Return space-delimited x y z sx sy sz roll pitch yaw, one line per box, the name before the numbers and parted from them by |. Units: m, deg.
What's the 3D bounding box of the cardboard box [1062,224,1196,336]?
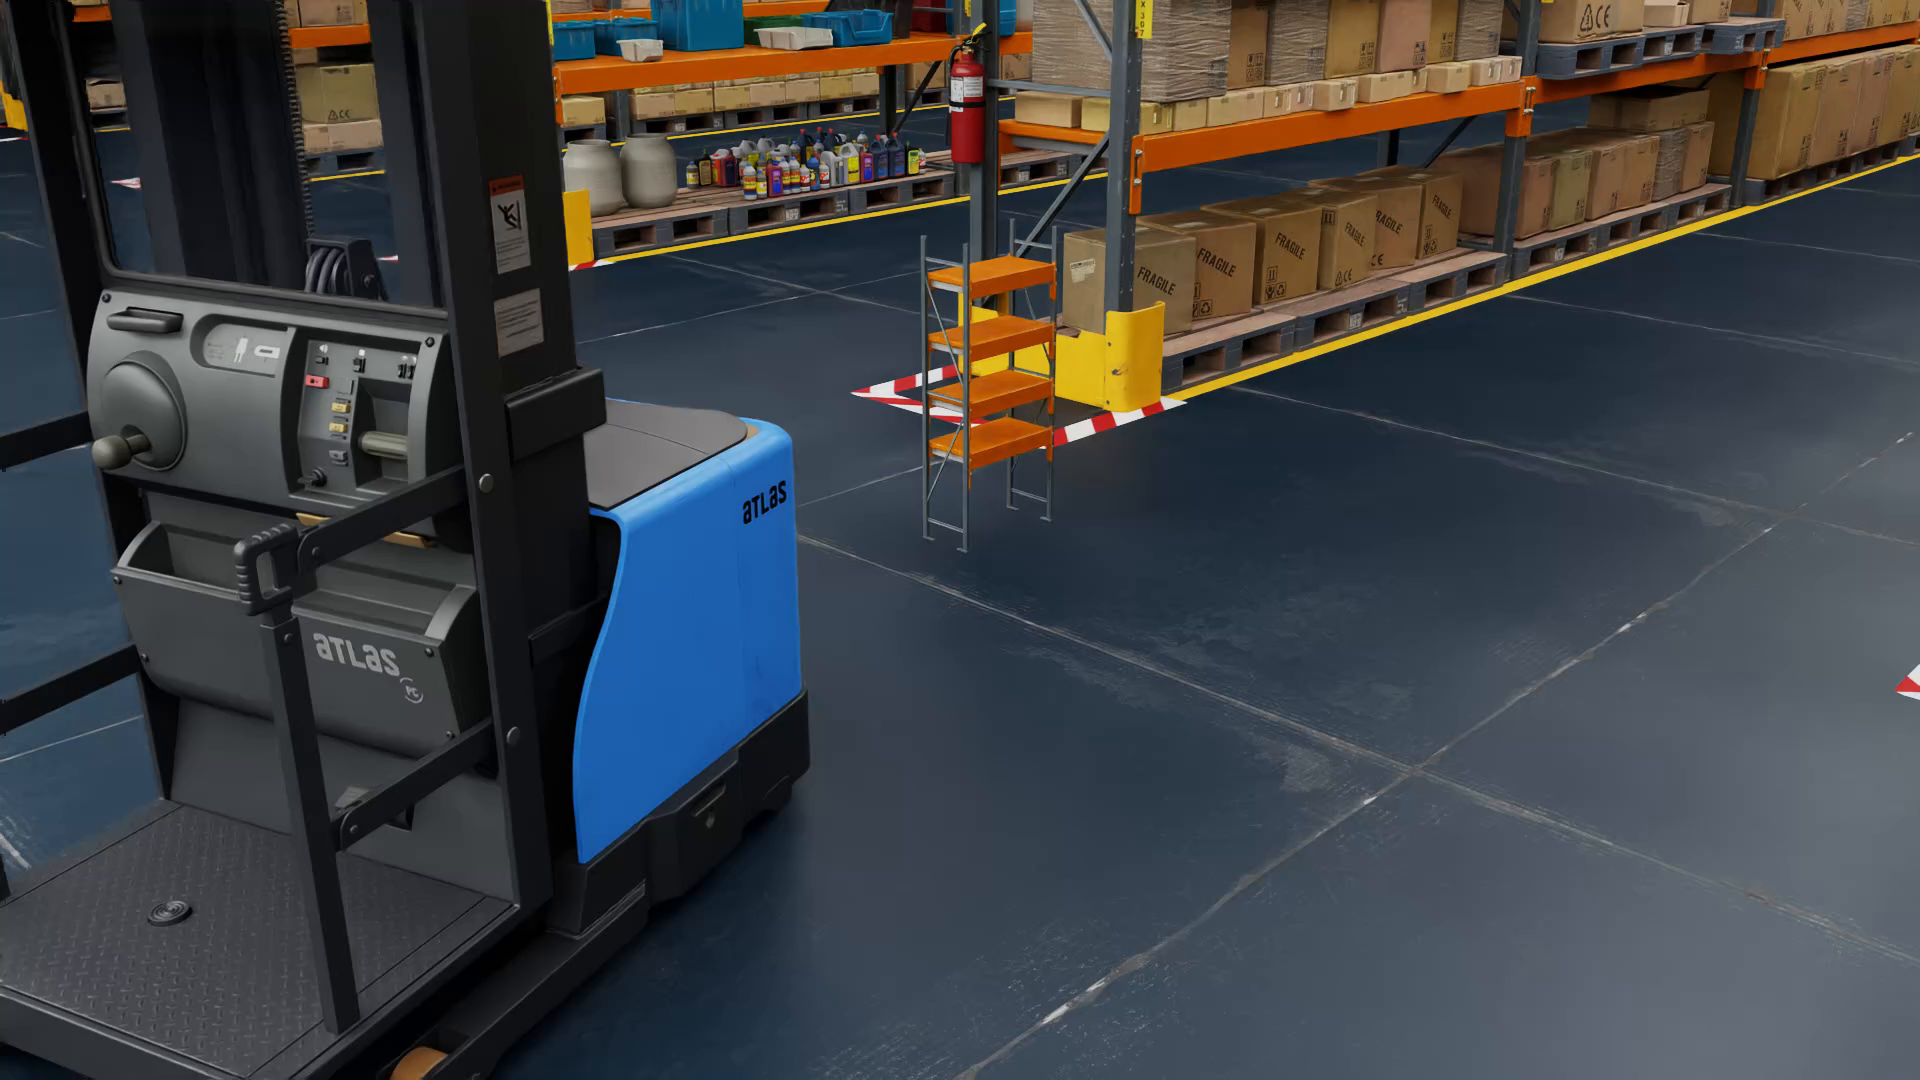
cardboard box | 0.898 -1.376 8.871 0.500 0.500 0.500 -14 25 -32

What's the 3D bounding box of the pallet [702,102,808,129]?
pallet | -2.518 -4.911 19.058 1.003 0.211 1.213 19 28 41

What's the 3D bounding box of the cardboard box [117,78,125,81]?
cardboard box | -9.252 -5.161 18.957 0.500 0.311 0.500 -17 27 -38

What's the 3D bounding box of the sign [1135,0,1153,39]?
sign | 0.839 -2.458 7.583 0.100 0.325 0.005 19 28 41

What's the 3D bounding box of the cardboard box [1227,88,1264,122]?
cardboard box | 1.352 -2.276 8.665 0.380 0.149 0.250 19 28 41

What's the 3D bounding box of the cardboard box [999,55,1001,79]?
cardboard box | 0.173 -6.075 21.069 0.500 0.500 0.500 19 28 40

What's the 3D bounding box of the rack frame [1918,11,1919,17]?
rack frame | 8.821 -5.275 16.117 1.000 3.000 0.127 19 28 41

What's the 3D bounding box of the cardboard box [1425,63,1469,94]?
cardboard box | 2.808 -2.769 9.948 0.380 0.149 0.250 19 28 41

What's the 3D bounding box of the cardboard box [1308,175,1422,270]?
cardboard box | 2.539 -2.006 10.510 0.500 0.500 0.500 -11 23 -25

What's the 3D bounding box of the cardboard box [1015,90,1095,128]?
cardboard box | 0.501 -2.198 8.462 0.380 0.149 0.250 19 28 41

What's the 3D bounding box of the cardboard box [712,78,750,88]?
cardboard box | -2.675 -5.178 18.330 0.500 0.311 0.500 18 27 39

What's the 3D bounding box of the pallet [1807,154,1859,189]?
pallet | 7.486 -3.441 15.232 1.003 0.211 1.213 19 28 41

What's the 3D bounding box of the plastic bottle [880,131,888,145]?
plastic bottle | -0.654 -3.225 13.864 0.144 0.351 0.185 19 28 41

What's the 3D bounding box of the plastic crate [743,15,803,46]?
plastic crate | -1.458 -4.081 13.306 0.450 0.188 0.662 19 28 41

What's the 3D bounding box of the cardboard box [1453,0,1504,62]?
cardboard box | 2.882 -3.304 10.435 0.875 0.500 0.500 19 28 41

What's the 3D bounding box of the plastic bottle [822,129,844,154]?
plastic bottle | -1.065 -3.287 14.025 0.144 0.351 0.185 19 28 41

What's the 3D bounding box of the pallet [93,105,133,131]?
pallet | -9.552 -4.827 18.839 1.003 0.211 1.213 19 28 41

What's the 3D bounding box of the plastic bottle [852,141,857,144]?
plastic bottle | -0.916 -3.359 14.419 0.097 0.201 0.097 0 21 0

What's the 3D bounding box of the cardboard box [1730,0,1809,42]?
cardboard box | 6.565 -4.350 13.572 0.500 0.500 0.500 -19 28 -40

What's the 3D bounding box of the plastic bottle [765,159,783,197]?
plastic bottle | -1.440 -2.809 12.874 0.133 0.283 0.061 -20 28 -41

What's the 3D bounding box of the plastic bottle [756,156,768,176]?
plastic bottle | -1.610 -3.029 13.561 0.097 0.201 0.097 0 21 0

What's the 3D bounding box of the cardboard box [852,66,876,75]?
cardboard box | -1.253 -5.705 19.702 0.500 0.311 0.500 -19 28 -41

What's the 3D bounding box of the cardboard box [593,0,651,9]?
cardboard box | -3.543 -5.766 17.605 0.500 0.250 0.500 -18 27 -39

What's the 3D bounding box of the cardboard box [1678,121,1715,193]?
cardboard box | 5.578 -3.108 13.350 0.700 0.500 0.500 17 27 38

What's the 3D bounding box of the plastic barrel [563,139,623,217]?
plastic barrel | -2.694 -2.653 12.178 0.421 0.512 0.421 0 21 0

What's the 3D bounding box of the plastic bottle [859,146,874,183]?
plastic bottle | -0.769 -3.056 13.518 0.133 0.283 0.061 -18 27 -39

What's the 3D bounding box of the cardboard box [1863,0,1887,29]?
cardboard box | 7.981 -4.871 14.928 0.500 0.500 0.500 19 28 40

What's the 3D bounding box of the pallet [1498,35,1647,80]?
pallet | 3.878 -3.289 11.218 1.003 0.211 1.213 19 28 41

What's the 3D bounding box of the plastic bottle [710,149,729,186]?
plastic bottle | -1.936 -3.003 13.391 0.152 0.276 0.135 20 28 41

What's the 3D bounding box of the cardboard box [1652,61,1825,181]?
cardboard box | 6.527 -3.623 14.196 1.225 0.875 0.875 18 27 38

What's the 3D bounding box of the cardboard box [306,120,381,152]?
cardboard box | -5.765 -3.795 15.513 0.500 0.250 0.500 19 28 41

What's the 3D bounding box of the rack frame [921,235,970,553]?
rack frame | -0.055 -0.540 6.307 0.240 1.200 0.015 19 28 41

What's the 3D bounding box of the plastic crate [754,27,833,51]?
plastic crate | -1.260 -3.854 12.788 0.530 0.136 0.437 19 28 41

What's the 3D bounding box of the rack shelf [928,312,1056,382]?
rack shelf | 0.115 -0.749 6.414 0.258 0.148 0.480 19 28 41

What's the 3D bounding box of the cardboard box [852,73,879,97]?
cardboard box | -1.257 -5.443 19.802 0.500 0.250 0.500 -19 28 -41

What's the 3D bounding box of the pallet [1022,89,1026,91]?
pallet | 1.186 -6.235 22.502 1.003 0.211 1.213 19 28 41

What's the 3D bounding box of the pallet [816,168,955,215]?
pallet | -0.807 -2.994 14.070 1.003 0.211 1.213 19 28 41

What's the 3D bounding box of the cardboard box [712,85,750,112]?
cardboard box | -2.679 -4.918 18.436 0.500 0.250 0.500 18 28 39

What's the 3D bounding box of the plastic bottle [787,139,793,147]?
plastic bottle | -1.445 -3.211 13.921 0.133 0.283 0.061 -19 28 -40

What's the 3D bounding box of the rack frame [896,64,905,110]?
rack frame | -1.064 -6.727 19.895 1.000 3.000 0.127 19 28 41

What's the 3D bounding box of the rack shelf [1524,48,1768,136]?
rack shelf | 4.636 -3.397 12.233 1.077 0.370 4.000 19 28 41

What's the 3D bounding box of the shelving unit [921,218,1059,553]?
shelving unit | 0.115 -0.603 6.470 0.258 1.200 0.503 19 28 41

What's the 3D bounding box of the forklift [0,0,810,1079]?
forklift | -1.510 -0.270 3.191 1.130 2.935 3.031 10 23 23

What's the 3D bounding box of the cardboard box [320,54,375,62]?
cardboard box | -5.797 -4.406 16.059 0.500 0.500 0.500 19 28 41

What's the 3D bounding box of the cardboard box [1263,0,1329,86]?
cardboard box | 1.496 -2.786 9.089 0.875 0.500 0.500 19 28 41

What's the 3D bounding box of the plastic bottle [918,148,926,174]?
plastic bottle | -0.338 -3.186 13.970 0.097 0.201 0.097 0 21 0

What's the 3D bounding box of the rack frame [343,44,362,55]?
rack frame | -7.407 -6.937 20.443 1.000 3.000 0.127 19 28 41

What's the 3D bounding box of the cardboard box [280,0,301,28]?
cardboard box | -6.310 -4.834 14.831 0.700 0.500 0.500 19 28 41

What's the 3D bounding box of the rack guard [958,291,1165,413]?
rack guard | 0.503 -1.043 8.591 1.175 0.500 0.348 19 28 41

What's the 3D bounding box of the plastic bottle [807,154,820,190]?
plastic bottle | -1.160 -2.916 13.169 0.097 0.271 0.097 0 21 0

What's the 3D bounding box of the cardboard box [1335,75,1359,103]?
cardboard box | 2.015 -2.545 9.366 0.380 0.149 0.250 19 28 41

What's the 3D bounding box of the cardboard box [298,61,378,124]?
cardboard box | -5.764 -4.144 15.378 0.500 0.500 0.500 19 28 41

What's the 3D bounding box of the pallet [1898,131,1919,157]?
pallet | 9.408 -4.149 17.075 1.003 0.211 1.213 19 28 41

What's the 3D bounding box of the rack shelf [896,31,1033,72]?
rack shelf | 1.087 -4.636 15.459 1.077 0.370 4.000 19 28 41

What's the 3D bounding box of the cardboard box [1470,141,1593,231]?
cardboard box | 4.030 -2.527 11.840 0.700 0.500 0.500 19 28 40
